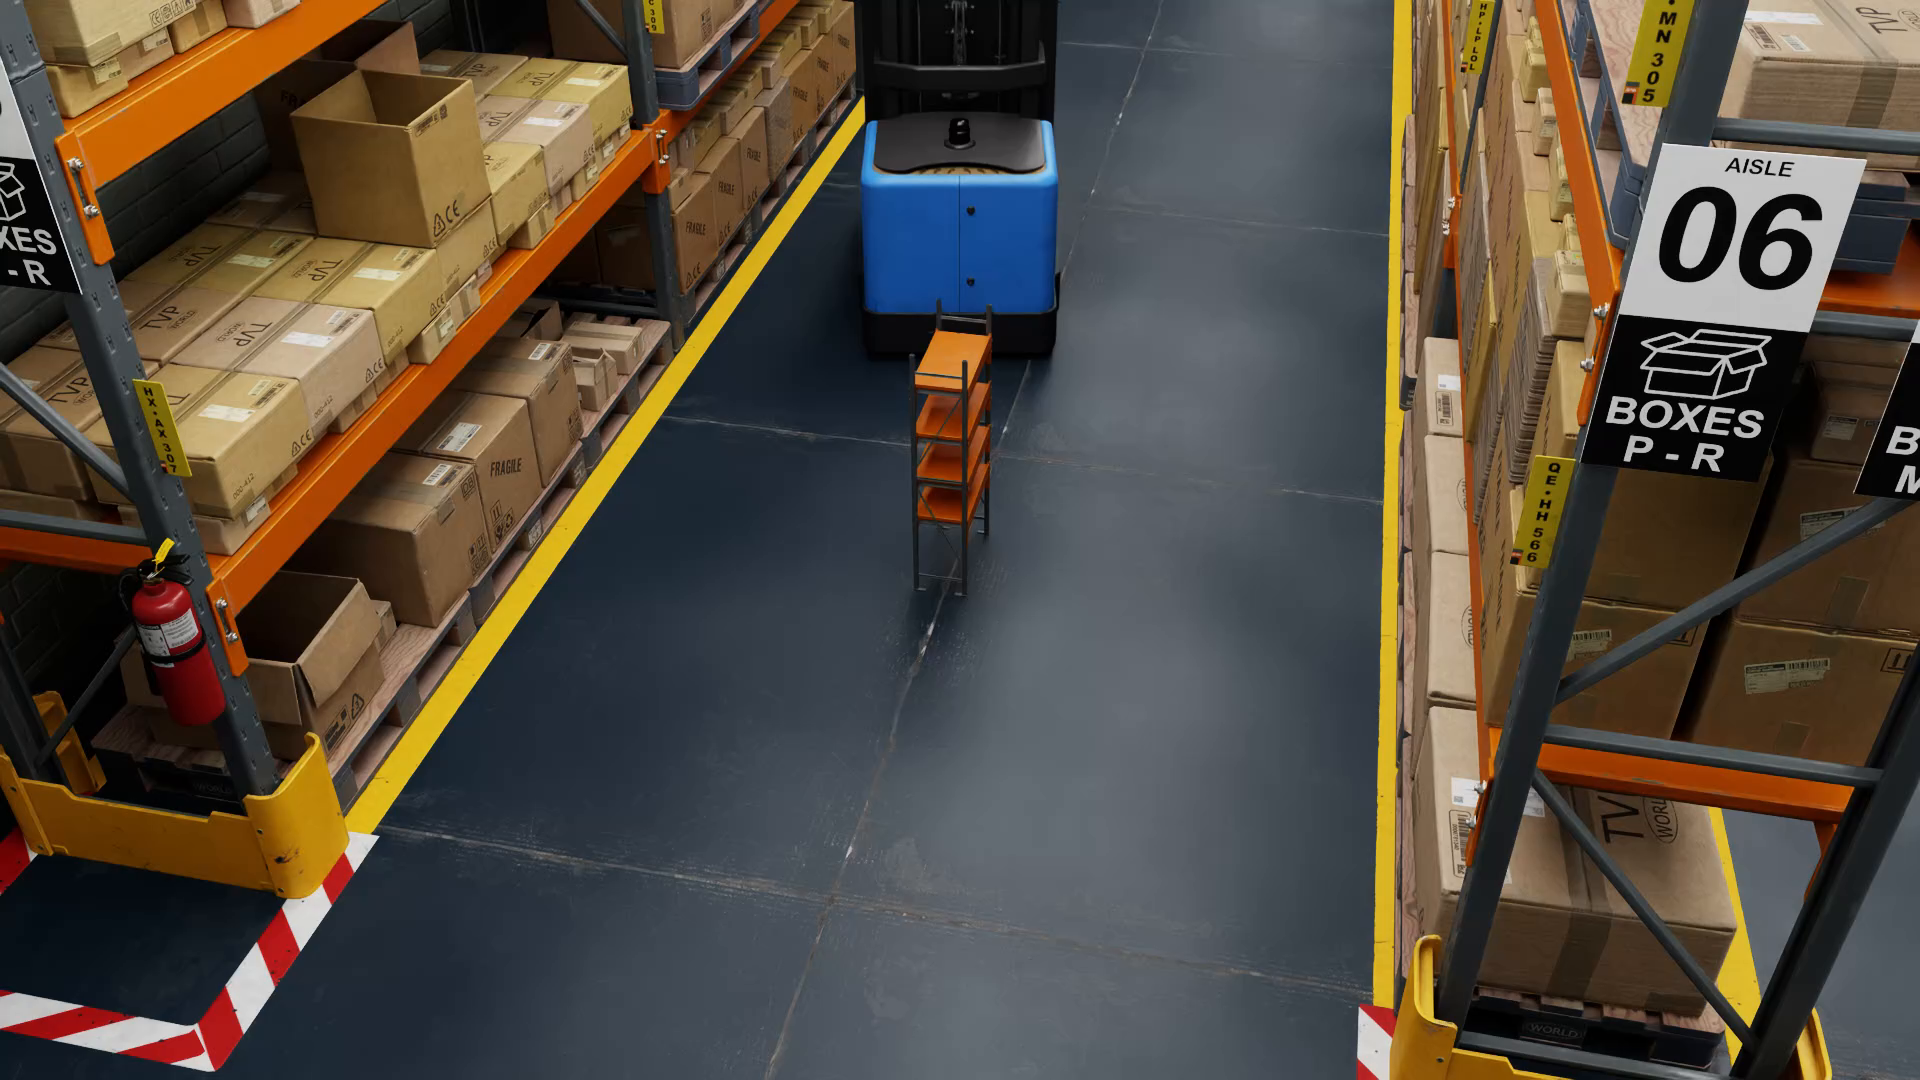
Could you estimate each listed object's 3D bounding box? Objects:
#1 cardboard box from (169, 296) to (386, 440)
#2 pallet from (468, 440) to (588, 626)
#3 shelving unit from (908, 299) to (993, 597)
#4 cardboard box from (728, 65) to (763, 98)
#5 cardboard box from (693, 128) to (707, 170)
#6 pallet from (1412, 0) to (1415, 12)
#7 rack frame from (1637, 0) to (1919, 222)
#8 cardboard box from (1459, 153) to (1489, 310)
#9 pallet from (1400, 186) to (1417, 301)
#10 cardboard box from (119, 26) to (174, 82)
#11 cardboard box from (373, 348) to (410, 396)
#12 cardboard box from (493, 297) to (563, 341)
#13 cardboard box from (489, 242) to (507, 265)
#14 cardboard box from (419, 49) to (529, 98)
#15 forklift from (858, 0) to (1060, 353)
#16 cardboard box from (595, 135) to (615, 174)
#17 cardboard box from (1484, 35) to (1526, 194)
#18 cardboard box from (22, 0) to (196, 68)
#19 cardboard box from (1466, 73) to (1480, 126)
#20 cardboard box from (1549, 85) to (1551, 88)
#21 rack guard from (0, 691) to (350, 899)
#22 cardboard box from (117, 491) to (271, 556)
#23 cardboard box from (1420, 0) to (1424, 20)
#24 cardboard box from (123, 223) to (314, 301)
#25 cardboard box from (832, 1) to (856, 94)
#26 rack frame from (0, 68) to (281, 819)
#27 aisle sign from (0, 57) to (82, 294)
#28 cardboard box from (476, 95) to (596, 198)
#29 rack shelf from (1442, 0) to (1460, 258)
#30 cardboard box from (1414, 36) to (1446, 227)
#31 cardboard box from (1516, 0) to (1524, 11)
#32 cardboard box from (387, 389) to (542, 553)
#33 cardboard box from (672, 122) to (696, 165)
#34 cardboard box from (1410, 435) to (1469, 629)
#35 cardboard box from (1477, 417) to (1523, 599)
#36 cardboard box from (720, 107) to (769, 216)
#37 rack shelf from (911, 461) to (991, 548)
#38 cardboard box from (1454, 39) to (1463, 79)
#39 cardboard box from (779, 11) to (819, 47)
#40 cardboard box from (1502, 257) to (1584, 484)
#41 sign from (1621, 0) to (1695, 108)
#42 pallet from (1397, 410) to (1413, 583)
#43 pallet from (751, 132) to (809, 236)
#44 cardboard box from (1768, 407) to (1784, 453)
[{"bbox_3d":[-2.419,-0.620,5.924,0.500,0.250,0.500,8,37,10],"label":"cardboard box"},{"bbox_3d":[-2.438,-0.114,7.728,1.003,0.211,1.213,7,37,10],"label":"pallet"},{"bbox_3d":[-0.035,-0.391,7.267,0.258,1.200,0.503,7,37,10],"label":"shelving unit"},{"bbox_3d":[-1.448,-2.846,10.340,0.380,0.149,0.250,7,37,10],"label":"cardboard box"},{"bbox_3d":[-1.668,-2.248,9.516,0.380,0.149,0.250,6,36,8],"label":"cardboard box"},{"bbox_3d":[4.362,-4.729,14.095,1.003,0.211,1.213,7,37,10],"label":"pallet"},{"bbox_3d":[1.964,-1.854,2.640,1.000,3.000,0.127,7,37,10],"label":"rack frame"},{"bbox_3d":[2.351,-1.235,6.812,0.500,0.500,0.500,8,37,10],"label":"cardboard box"},{"bbox_3d":[3.168,-1.743,9.975,1.003,0.211,1.213,7,37,10],"label":"pallet"},{"bbox_3d":[-2.561,-1.465,4.874,0.380,0.149,0.250,8,37,11],"label":"cardboard box"},{"bbox_3d":[-2.352,-0.694,6.366,0.380,0.149,0.250,8,37,11],"label":"cardboard box"},{"bbox_3d":[-2.404,-1.071,8.604,0.500,0.311,0.500,9,37,12],"label":"cardboard box"},{"bbox_3d":[-2.194,-1.287,7.184,0.380,0.149,0.250,8,37,11],"label":"cardboard box"},{"bbox_3d":[-2.401,-2.148,8.032,0.500,0.250,0.500,7,37,9],"label":"cardboard box"},{"bbox_3d":[-0.004,-3.034,9.438,1.130,2.935,3.031,0,36,0],"label":"forklift"},{"bbox_3d":[-1.888,-1.870,7.988,0.380,0.149,0.250,8,37,11],"label":"cardboard box"},{"bbox_3d":[2.366,-1.632,6.509,0.500,0.500,0.500,7,36,9],"label":"cardboard box"},{"bbox_3d":[-2.524,-1.540,4.636,0.500,0.250,0.500,7,37,9],"label":"cardboard box"},{"bbox_3d":[2.675,-2.143,7.853,0.500,0.250,0.500,7,37,10],"label":"cardboard box"},{"bbox_3d":[2.273,-1.539,5.828,0.380,0.149,0.250,7,37,10],"label":"cardboard box"},{"bbox_3d":[-2.870,0.923,6.050,1.175,0.500,0.348,7,37,10],"label":"rack guard"},{"bbox_3d":[-2.548,-0.098,5.543,0.380,0.149,0.250,7,37,10],"label":"cardboard box"},{"bbox_3d":[4.120,-4.298,13.006,0.950,0.372,0.625,8,37,12],"label":"cardboard box"},{"bbox_3d":[-2.826,-0.981,6.421,0.500,0.250,0.500,8,37,11],"label":"cardboard box"},{"bbox_3d":[-1.058,-3.520,11.823,0.500,0.500,0.500,8,37,11],"label":"cardboard box"},{"bbox_3d":[-2.886,-0.045,5.256,1.000,3.000,0.127,7,37,10],"label":"rack frame"},{"bbox_3d":[-2.614,-1.022,4.389,0.394,0.787,0.004,7,37,10],"label":"aisle sign"},{"bbox_3d":[-1.995,-1.786,7.533,0.500,0.250,0.500,7,37,10],"label":"cardboard box"},{"bbox_3d":[3.245,-2.574,9.358,1.077,0.370,4.000,7,37,10],"label":"rack shelf"},{"bbox_3d":[3.249,-2.425,9.992,0.875,0.875,0.875,8,37,11],"label":"cardboard box"},{"bbox_3d":[2.497,-2.278,6.847,0.380,0.149,0.250,7,36,9],"label":"cardboard box"},{"bbox_3d":[-2.232,-0.318,7.404,0.500,0.500,0.500,8,37,11],"label":"cardboard box"},{"bbox_3d":[-1.687,-2.207,9.205,0.380,0.149,0.250,6,36,8],"label":"cardboard box"},{"bbox_3d":[2.388,0.009,7.007,0.875,0.438,0.875,6,36,9],"label":"cardboard box"},{"bbox_3d":[1.930,-0.061,5.193,0.500,0.500,0.500,7,36,9],"label":"cardboard box"},{"bbox_3d":[-1.494,-2.338,10.191,0.500,0.500,0.500,6,36,9],"label":"cardboard box"},{"bbox_3d":[-0.035,-0.176,7.423,0.258,0.148,0.480,7,37,10],"label":"rack shelf"},{"bbox_3d":[2.904,-2.525,8.806,0.500,0.250,0.500,6,36,9],"label":"cardboard box"},{"bbox_3d":[-1.163,-3.431,11.148,0.380,0.149,0.250,6,36,8],"label":"cardboard box"},{"bbox_3d":[1.917,-0.480,4.919,0.500,0.500,0.500,7,37,10],"label":"cardboard box"},{"bbox_3d":[1.437,-1.042,3.389,0.100,0.325,0.005,7,37,10],"label":"sign"},{"bbox_3d":[2.579,-0.163,7.795,1.003,0.211,1.213,7,37,10],"label":"pallet"},{"bbox_3d":[-1.637,-2.382,10.857,1.003,0.211,1.213,7,37,10],"label":"pallet"},{"bbox_3d":[1.845,-0.364,4.206,0.380,0.149,0.250,8,37,11],"label":"cardboard box"}]
